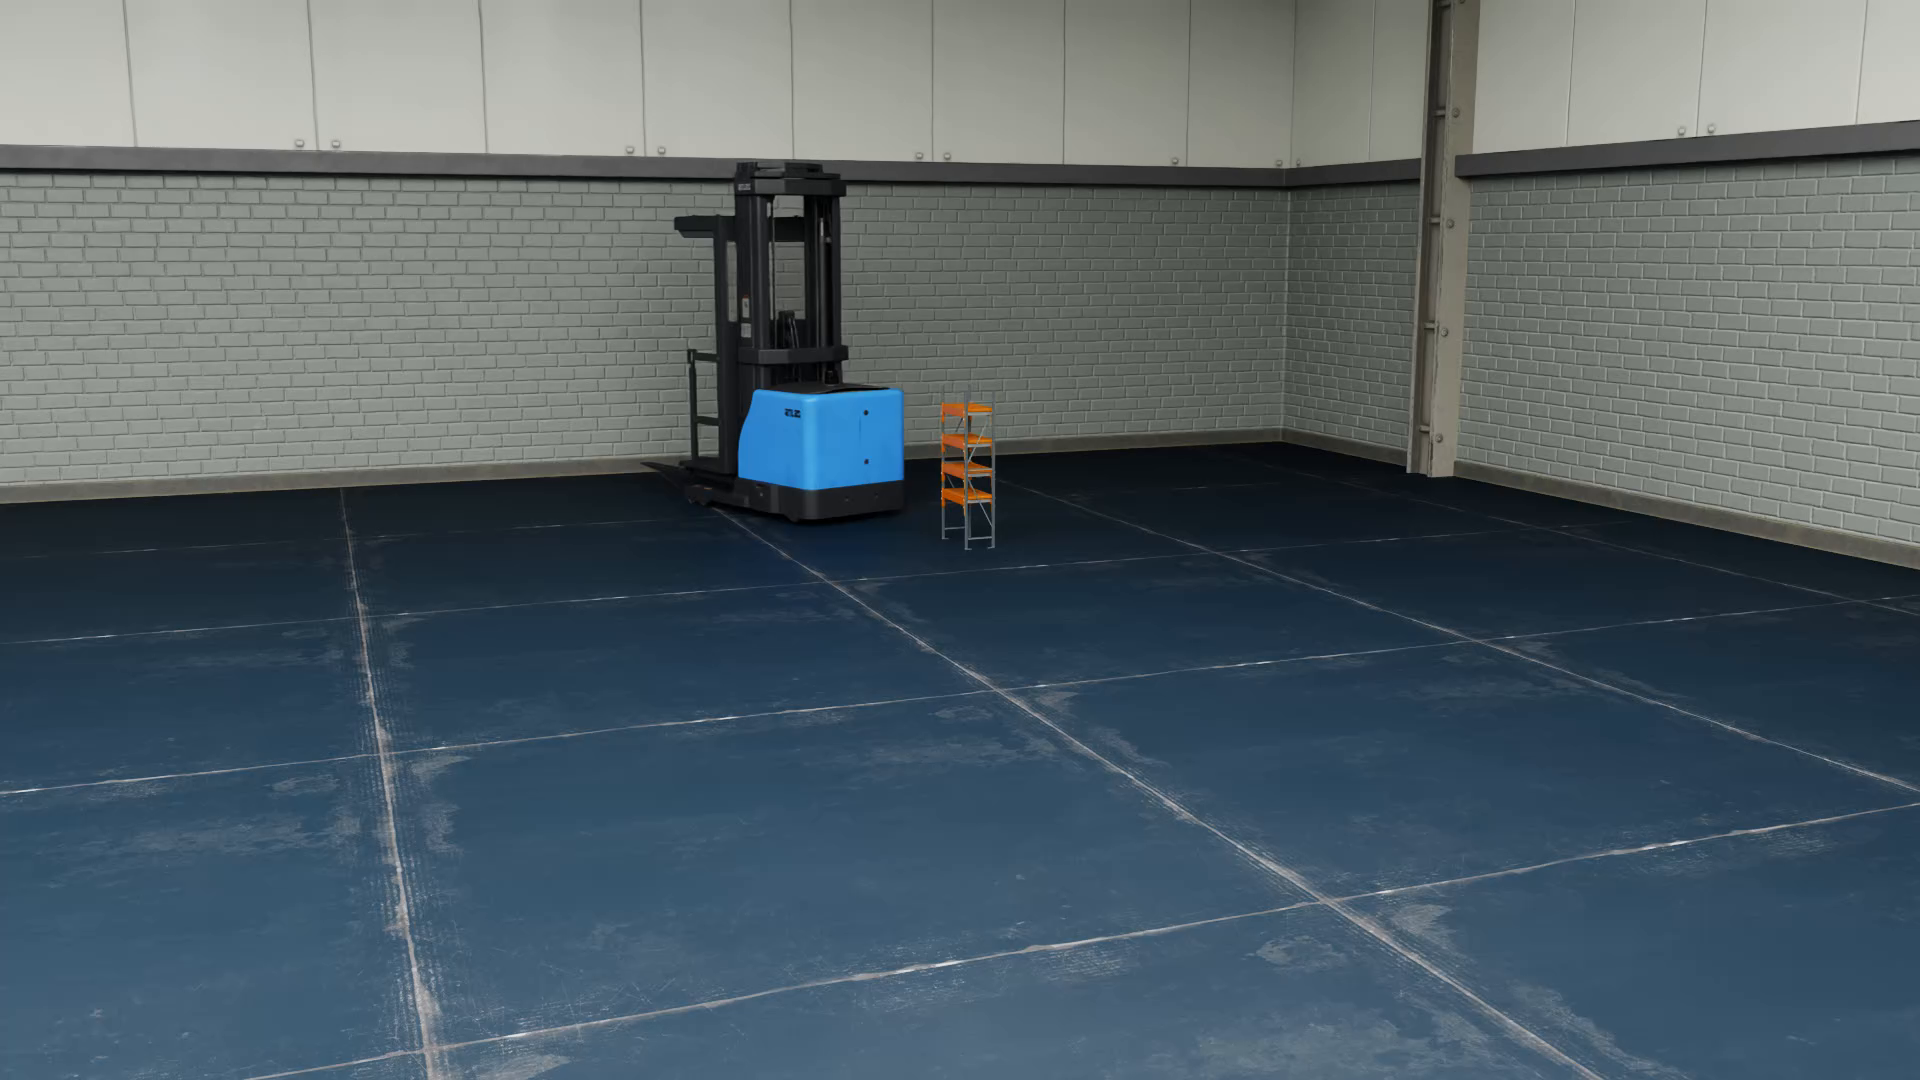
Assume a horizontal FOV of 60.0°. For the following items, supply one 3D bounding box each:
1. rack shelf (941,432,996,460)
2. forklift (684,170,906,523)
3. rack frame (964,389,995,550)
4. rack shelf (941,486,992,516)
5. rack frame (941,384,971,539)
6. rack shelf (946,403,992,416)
[{"bbox_3d":[0.060,-0.718,12.636,0.258,0.148,0.480,-4,11,-21],"label":"rack shelf"},{"bbox_3d":[-1.438,-1.686,14.211,1.129,2.867,1.939,-8,13,-40],"label":"forklift"},{"bbox_3d":[0.148,-0.524,12.439,0.240,1.200,0.015,-4,11,-21],"label":"rack frame"},{"bbox_3d":[0.060,-0.302,12.710,0.258,0.148,0.480,-4,11,-21],"label":"rack shelf"},{"bbox_3d":[-0.028,-0.604,12.887,0.240,1.200,0.015,-4,11,-21],"label":"rack frame"},{"bbox_3d":[0.060,-0.989,12.588,0.221,0.050,0.457,-4,11,-21],"label":"rack shelf"}]
